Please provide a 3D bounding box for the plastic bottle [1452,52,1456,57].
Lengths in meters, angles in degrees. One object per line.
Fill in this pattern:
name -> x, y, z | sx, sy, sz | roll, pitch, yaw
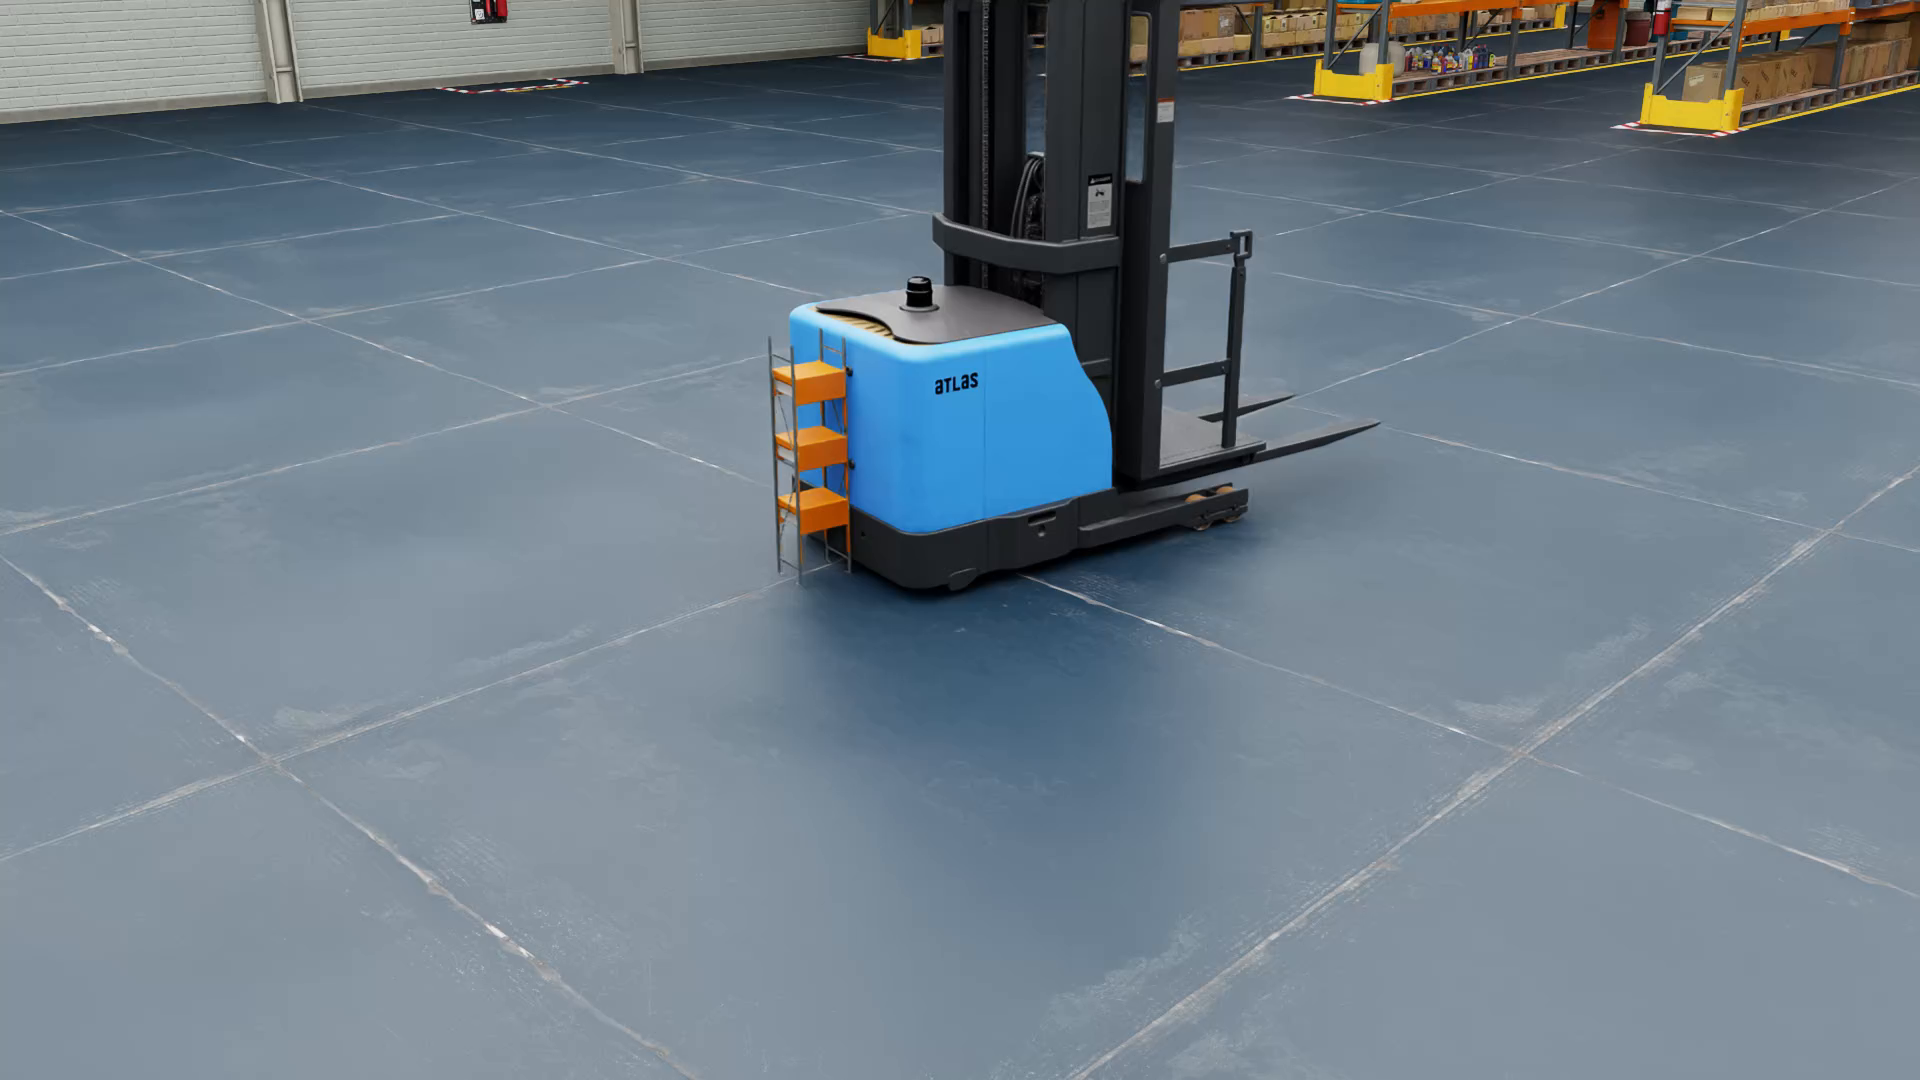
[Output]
plastic bottle -> 7.809, -7.553, 26.218 | 0.061, 0.283, 0.133 | 19, 28, 41

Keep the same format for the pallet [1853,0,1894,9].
pallet -> 12.790, -7.831, 24.035 | 1.003, 0.211, 1.213 | 19, 28, 41

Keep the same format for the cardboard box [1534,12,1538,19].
cardboard box -> 12.879, -11.925, 37.756 | 0.380, 0.166, 0.250 | 19, 28, 41

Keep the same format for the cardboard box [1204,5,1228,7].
cardboard box -> 4.510, -9.463, 30.215 | 0.500, 0.500, 0.500 | 19, 28, 41

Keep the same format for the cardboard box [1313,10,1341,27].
cardboard box -> 6.947, -9.983, 31.832 | 0.500, 0.311, 0.500 | 19, 28, 40

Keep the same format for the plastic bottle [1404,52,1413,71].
plastic bottle -> 7.053, -7.523, 26.138 | 0.061, 0.283, 0.133 | 19, 28, 41

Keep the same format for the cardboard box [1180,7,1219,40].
cardboard box -> 4.187, -9.074, 29.205 | 0.500, 0.500, 0.500 | 19, 28, 41

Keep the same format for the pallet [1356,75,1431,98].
pallet -> 6.403, -6.909, 25.256 | 1.003, 0.211, 1.213 | 19, 28, 41

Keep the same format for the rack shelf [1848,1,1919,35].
rack shelf -> 13.548, -7.939, 25.051 | 1.077, 0.370, 4.000 | 19, 28, 41

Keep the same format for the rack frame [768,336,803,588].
rack frame -> -0.728, -0.317, 6.936 | 0.008, 1.050, 0.200 | -14, 25, -33

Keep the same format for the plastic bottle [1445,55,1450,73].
plastic bottle -> 7.541, -7.380, 25.784 | 0.097, 0.271, 0.097 | 0, 21, 0

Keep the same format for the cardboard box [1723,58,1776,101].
cardboard box -> 10.653, -6.236, 22.518 | 0.500, 0.500, 0.500 | -17, 27, -37

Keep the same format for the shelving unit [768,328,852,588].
shelving unit -> -0.629, -0.343, 7.002 | 0.252, 1.050, 0.215 | -14, 25, -33

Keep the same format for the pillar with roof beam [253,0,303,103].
pillar with roof beam -> -6.703, -9.486, 19.712 | 9.100, 9.000, 0.400 | 19, 28, 41

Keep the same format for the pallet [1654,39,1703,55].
pallet -> 13.617, -9.567, 32.171 | 1.003, 0.211, 1.213 | 19, 28, 41

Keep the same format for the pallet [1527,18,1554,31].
pallet -> 12.820, -11.799, 37.979 | 1.003, 0.211, 1.213 | 19, 28, 41

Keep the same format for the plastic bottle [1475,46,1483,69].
plastic bottle -> 8.227, -7.682, 26.459 | 0.144, 0.351, 0.185 | 18, 27, 38

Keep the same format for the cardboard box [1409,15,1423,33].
cardboard box -> 9.085, -10.617, 33.887 | 0.500, 0.500, 0.500 | 19, 28, 40

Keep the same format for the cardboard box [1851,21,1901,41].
cardboard box -> 14.134, -7.859, 25.666 | 0.500, 0.250, 0.500 | -16, 26, -36

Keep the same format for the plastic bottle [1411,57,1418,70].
plastic bottle -> 7.175, -7.520, 26.246 | 0.097, 0.201, 0.097 | 0, 21, 0

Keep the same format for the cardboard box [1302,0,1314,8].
cardboard box -> 8.034, -12.860, 39.751 | 0.700, 0.500, 0.500 | 19, 28, 40

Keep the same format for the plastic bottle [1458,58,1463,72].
plastic bottle -> 7.823, -7.451, 26.067 | 0.097, 0.201, 0.097 | 0, 21, 0

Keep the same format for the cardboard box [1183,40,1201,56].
cardboard box -> 3.848, -8.593, 28.996 | 0.500, 0.250, 0.500 | 19, 28, 41

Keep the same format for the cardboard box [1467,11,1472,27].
cardboard box -> 10.499, -11.137, 35.241 | 0.500, 0.500, 0.500 | 19, 28, 40

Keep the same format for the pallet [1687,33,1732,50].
pallet -> 14.670, -9.954, 33.177 | 1.003, 0.211, 1.213 | 19, 28, 41

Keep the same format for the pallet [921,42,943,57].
pallet -> -0.640, -9.369, 31.657 | 1.003, 0.211, 1.213 | 19, 28, 41

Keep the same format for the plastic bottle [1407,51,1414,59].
plastic bottle -> 7.073, -7.581, 26.301 | 0.152, 0.276, 0.135 | 18, 28, 39

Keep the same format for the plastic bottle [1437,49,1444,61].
plastic bottle -> 7.729, -7.761, 26.775 | 0.097, 0.271, 0.097 | 0, 21, 0

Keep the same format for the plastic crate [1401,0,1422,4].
plastic crate -> 6.668, -7.998, 24.571 | 0.298, 0.136, 0.250 | 19, 28, 41

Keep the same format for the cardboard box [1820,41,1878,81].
cardboard box -> 13.333, -7.213, 25.032 | 0.700, 0.500, 0.500 | 16, 26, 36

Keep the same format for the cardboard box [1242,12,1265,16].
cardboard box -> 5.493, -9.726, 31.165 | 0.500, 0.311, 0.500 | -19, 28, -41

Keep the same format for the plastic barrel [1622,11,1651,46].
plastic barrel -> 12.511, -9.519, 30.936 | 0.600, 0.588, 0.708 | 19, 28, 41

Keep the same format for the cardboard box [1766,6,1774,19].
cardboard box -> 10.265, -6.818, 21.483 | 0.380, 0.149, 0.250 | 19, 28, 41

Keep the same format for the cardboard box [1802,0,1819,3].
cardboard box -> 11.144, -7.572, 22.541 | 0.875, 0.500, 0.500 | 19, 28, 41

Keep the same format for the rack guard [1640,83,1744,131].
rack guard -> 9.415, -5.585, 21.409 | 1.175, 0.500, 0.348 | 19, 28, 41

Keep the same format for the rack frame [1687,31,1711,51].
rack frame -> 14.185, -11.057, 32.160 | 1.000, 3.000, 0.127 | 19, 28, 41

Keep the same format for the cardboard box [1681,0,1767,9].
cardboard box -> 9.765, -7.052, 21.188 | 0.875, 0.500, 0.500 | 19, 28, 41

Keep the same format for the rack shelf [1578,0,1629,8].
rack shelf -> 12.789, -10.207, 30.951 | 1.077, 0.370, 4.000 | 19, 28, 41

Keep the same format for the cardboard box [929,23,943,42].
cardboard box -> -0.340, -9.704, 31.774 | 0.500, 0.311, 0.500 | -17, 27, -38

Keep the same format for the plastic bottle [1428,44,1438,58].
plastic bottle -> 7.612, -7.817, 26.810 | 0.144, 0.351, 0.185 | 18, 27, 38

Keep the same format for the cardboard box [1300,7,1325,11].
cardboard box -> 6.912, -10.245, 32.514 | 0.500, 0.311, 0.500 | 18, 28, 39

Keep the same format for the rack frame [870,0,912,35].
rack frame -> -1.285, -10.452, 30.586 | 1.000, 3.000, 0.127 | 19, 28, 41

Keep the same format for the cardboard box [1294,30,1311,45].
cardboard box -> 6.233, -9.460, 31.253 | 0.500, 0.250, 0.500 | 18, 28, 39

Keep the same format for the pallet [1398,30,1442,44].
pallet -> 9.247, -10.462, 34.500 | 1.003, 0.211, 1.213 | 19, 28, 41

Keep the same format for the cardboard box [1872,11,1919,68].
cardboard box -> 15.439, -8.165, 27.013 | 1.225, 0.875, 0.875 | 18, 27, 38

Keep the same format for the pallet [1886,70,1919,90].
pallet -> 14.397, -7.287, 26.238 | 1.003, 0.211, 1.213 | 19, 28, 41

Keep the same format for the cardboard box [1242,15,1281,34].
cardboard box -> 5.524, -9.459, 30.469 | 0.500, 0.311, 0.500 | 19, 28, 41

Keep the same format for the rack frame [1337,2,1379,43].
rack frame -> 7.848, -11.269, 32.713 | 1.000, 3.000, 0.127 | 19, 28, 41

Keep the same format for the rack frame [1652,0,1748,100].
rack frame -> 9.362, -6.732, 20.909 | 1.000, 3.000, 0.127 | 19, 28, 41

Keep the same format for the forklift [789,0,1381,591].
forklift -> 0.738, -1.551, 7.525 | 3.031, 2.935, 1.130 | -14, 25, -33

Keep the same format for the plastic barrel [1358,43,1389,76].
plastic barrel -> 6.218, -7.195, 24.995 | 0.421, 0.512, 0.421 | 0, 21, 0

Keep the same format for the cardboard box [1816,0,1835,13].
cardboard box -> 11.720, -7.311, 22.765 | 0.380, 0.149, 0.250 | 19, 28, 41

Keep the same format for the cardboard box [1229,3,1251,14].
cardboard box -> 6.108, -12.300, 37.806 | 0.750, 0.750, 0.750 | -19, 28, -40

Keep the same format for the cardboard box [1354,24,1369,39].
cardboard box -> 7.656, -9.985, 32.620 | 0.500, 0.250, 0.500 | -19, 28, -41

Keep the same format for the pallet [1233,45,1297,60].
pallet -> 5.543, -9.138, 31.056 | 1.003, 0.211, 1.213 | 19, 28, 41
